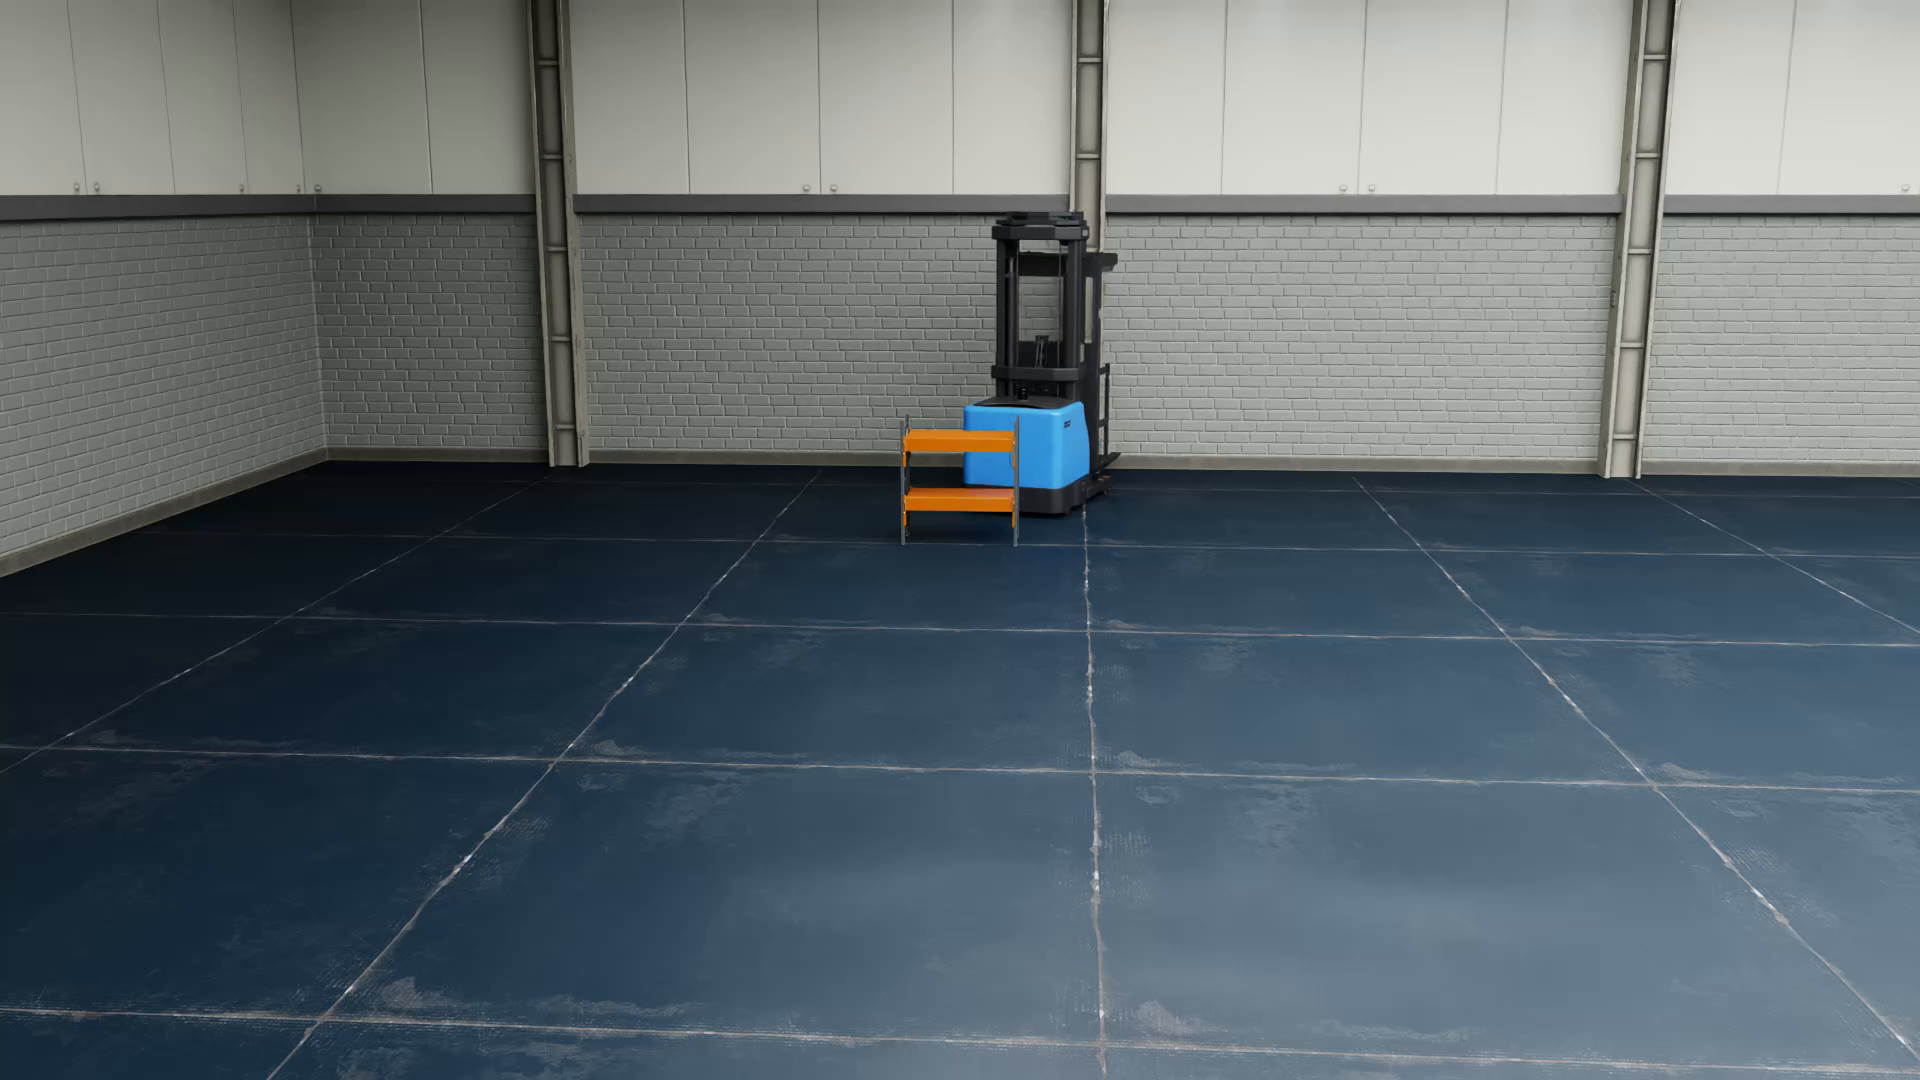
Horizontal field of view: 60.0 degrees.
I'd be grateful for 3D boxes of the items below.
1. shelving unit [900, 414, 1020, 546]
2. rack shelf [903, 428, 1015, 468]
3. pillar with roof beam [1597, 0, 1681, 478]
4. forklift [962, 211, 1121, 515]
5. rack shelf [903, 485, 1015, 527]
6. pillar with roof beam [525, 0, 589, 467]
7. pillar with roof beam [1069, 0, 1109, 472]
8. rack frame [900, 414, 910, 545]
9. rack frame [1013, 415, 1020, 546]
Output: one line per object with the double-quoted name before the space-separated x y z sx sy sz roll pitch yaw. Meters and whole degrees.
"shelving unit" 0.007 -0.550 15.134 1.048 1.125 0.538 1 12 4
"rack shelf" 0.007 -0.837 15.074 1.000 0.278 0.538 1 12 4
"pillar with roof beam" 7.113 -4.246 13.570 0.400 9.000 9.100 1 12 4
"forklift" 0.996 -1.942 17.377 1.130 2.935 3.031 4 13 19
"rack shelf" 0.007 -0.311 15.184 1.000 0.278 0.538 1 12 4
"pillar with roof beam" -4.860 -4.410 14.355 0.400 9.000 9.100 1 12 4
"pillar with roof beam" 1.127 -4.328 13.963 0.400 9.000 9.100 1 12 4
"rack frame" -0.500 -0.557 15.168 0.032 1.125 0.500 1 12 4
"rack frame" 0.514 -0.544 15.101 0.032 1.125 0.500 1 12 4
